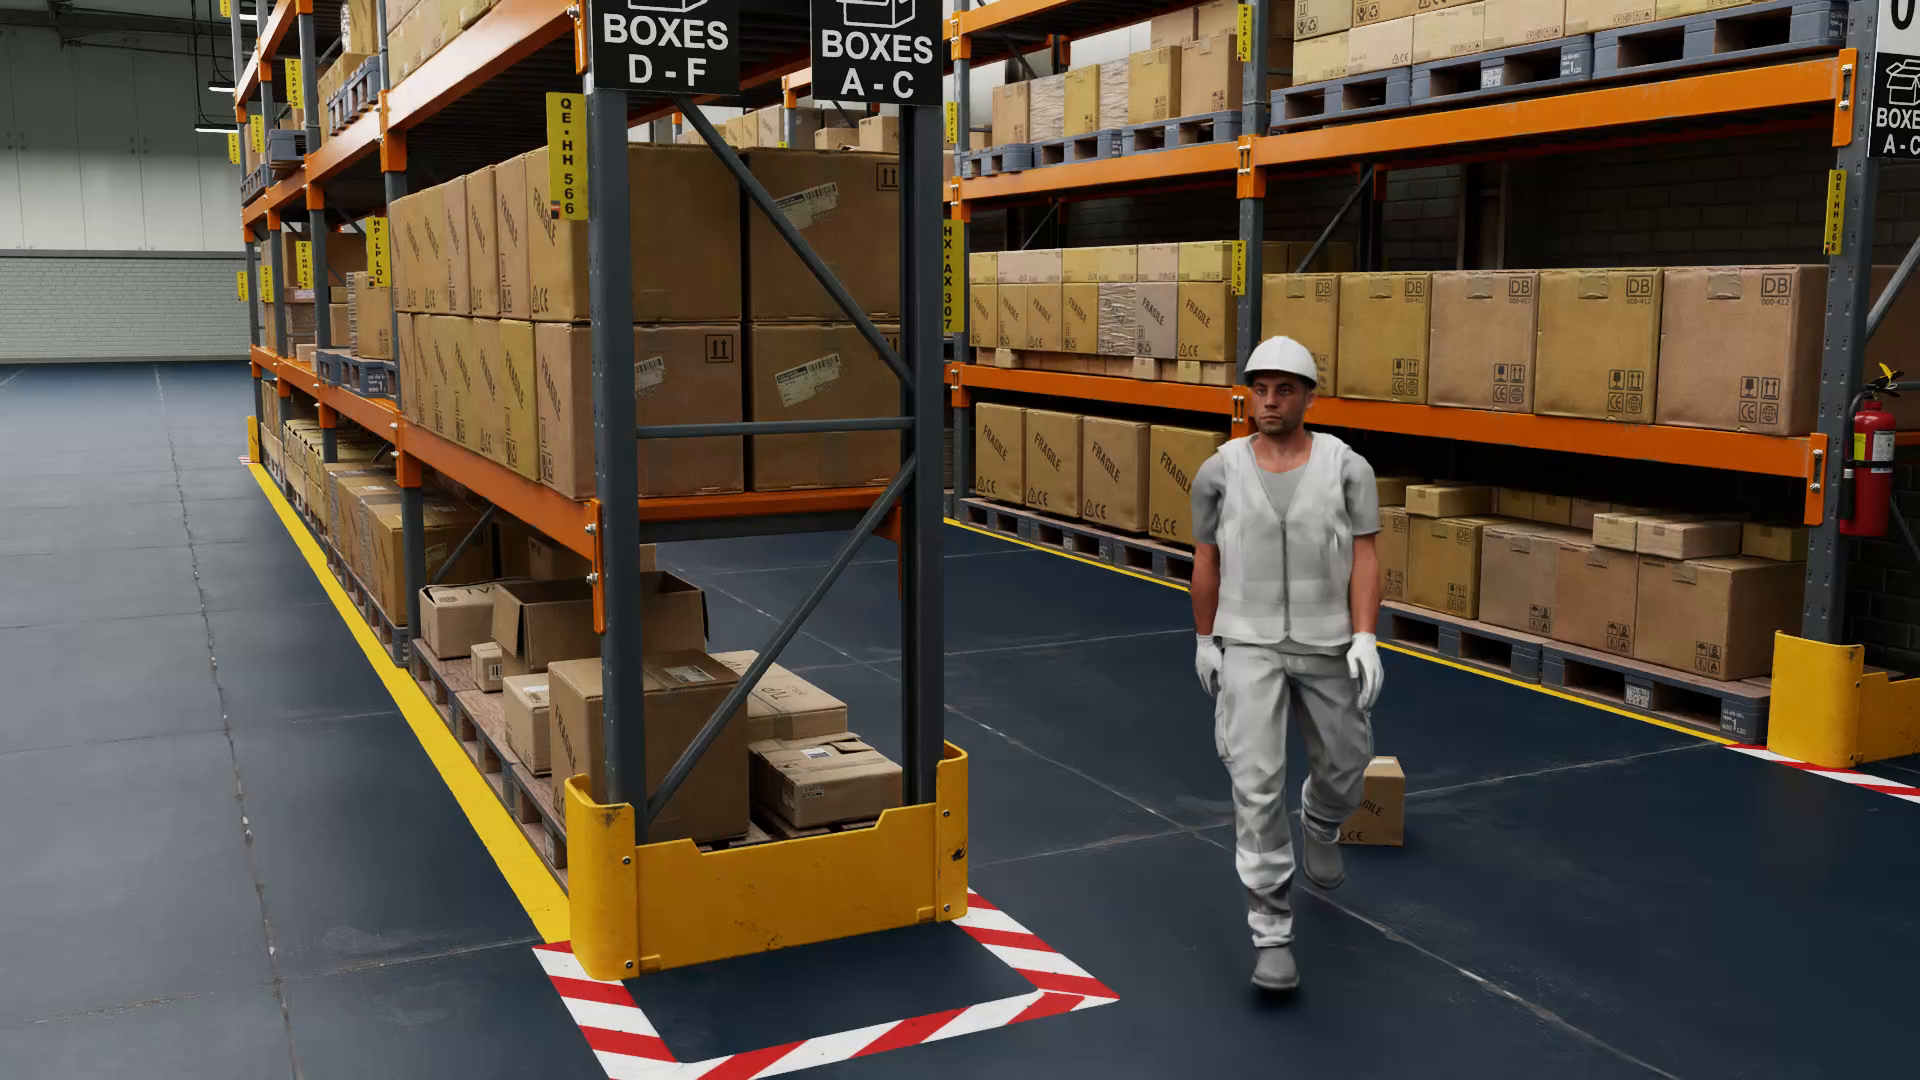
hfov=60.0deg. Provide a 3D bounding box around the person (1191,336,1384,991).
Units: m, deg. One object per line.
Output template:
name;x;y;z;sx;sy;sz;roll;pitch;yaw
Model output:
person;0.913;0.298;4.717;0.528;1.742;0.929;1;8;7
